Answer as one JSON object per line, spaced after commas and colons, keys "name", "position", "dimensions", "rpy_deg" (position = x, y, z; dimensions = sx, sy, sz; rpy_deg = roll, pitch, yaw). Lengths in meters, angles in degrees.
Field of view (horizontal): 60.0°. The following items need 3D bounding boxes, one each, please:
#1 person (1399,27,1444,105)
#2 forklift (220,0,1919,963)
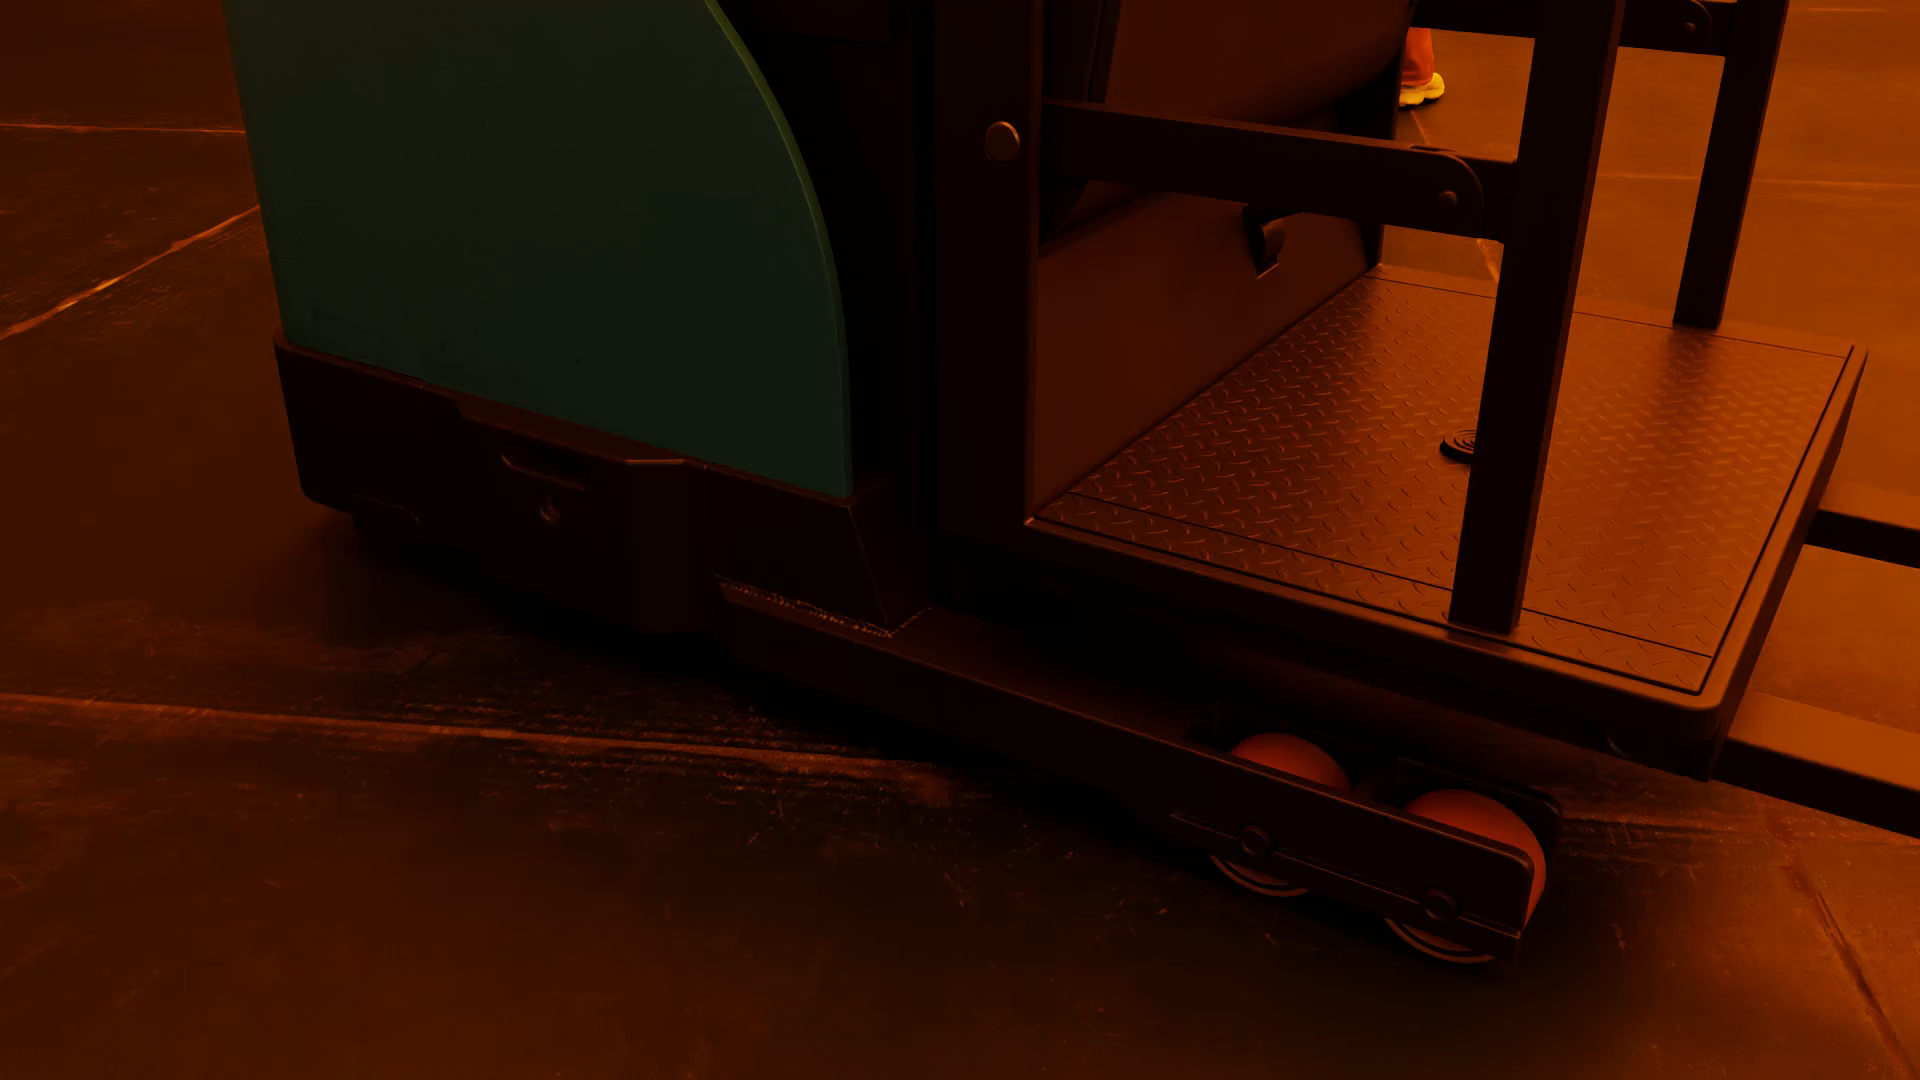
{"name": "person", "position": [1.215, -2.133, 4.882], "dimensions": [0.553, 1.675, 0.549], "rpy_deg": [11, 28, 20]}
{"name": "forklift", "position": [0.525, -1.163, 1.548], "dimensions": [3.031, 2.935, 1.130], "rpy_deg": [16, 31, 29]}
